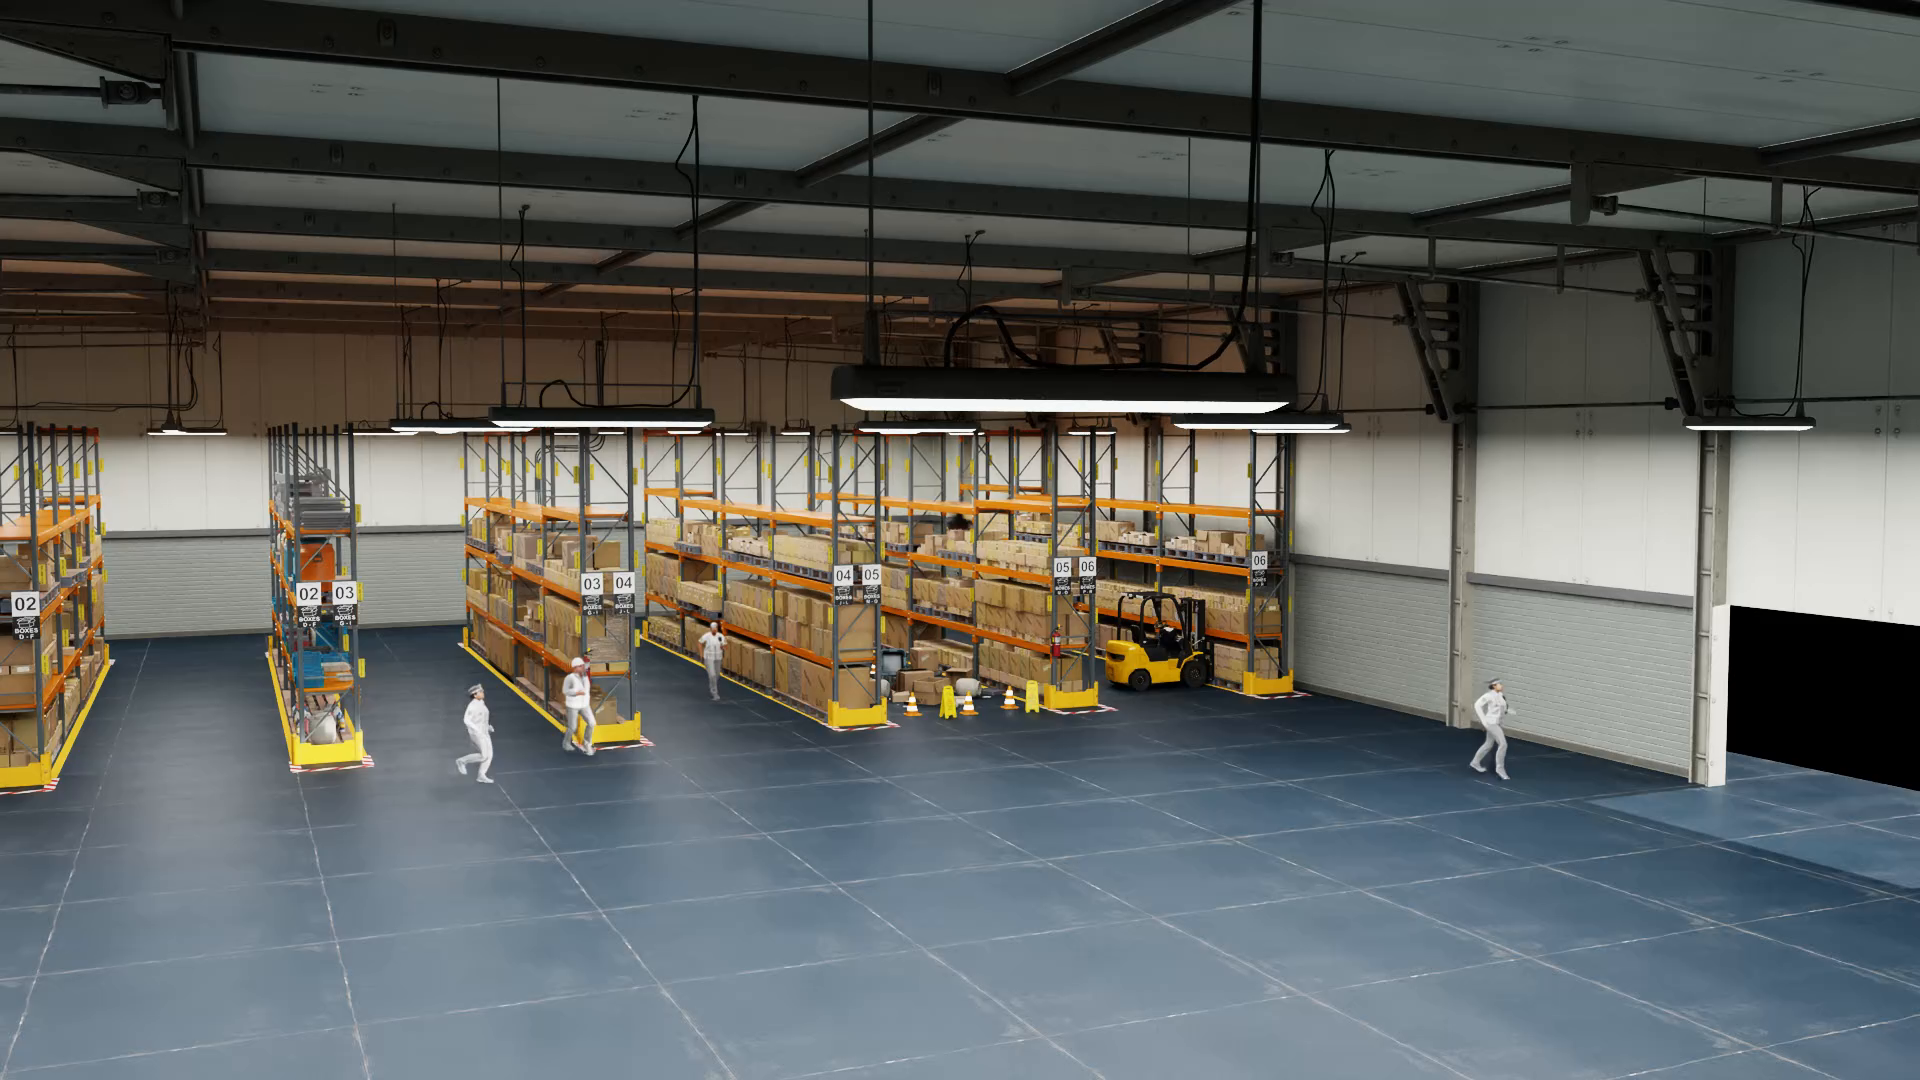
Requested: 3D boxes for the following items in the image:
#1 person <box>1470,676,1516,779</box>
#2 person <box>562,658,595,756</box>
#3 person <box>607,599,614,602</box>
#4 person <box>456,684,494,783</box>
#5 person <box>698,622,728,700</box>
[{"bbox_3d":[9.048,3.163,28.218,0.741,1.753,0.597,2,4,33],"label":"person"},{"bbox_3d":[-6.923,3.015,30.093,0.811,1.798,0.673,3,5,44],"label":"person"},{"bbox_3d":[-10.105,2.017,47.069,0.763,1.659,0.866,1,4,9],"label":"person"},{"bbox_3d":[-8.060,3.214,27.662,0.598,1.665,0.627,0,3,5],"label":"person"},{"bbox_3d":[-5.422,2.634,36.579,0.599,1.668,0.937,-2,4,-26],"label":"person"}]
